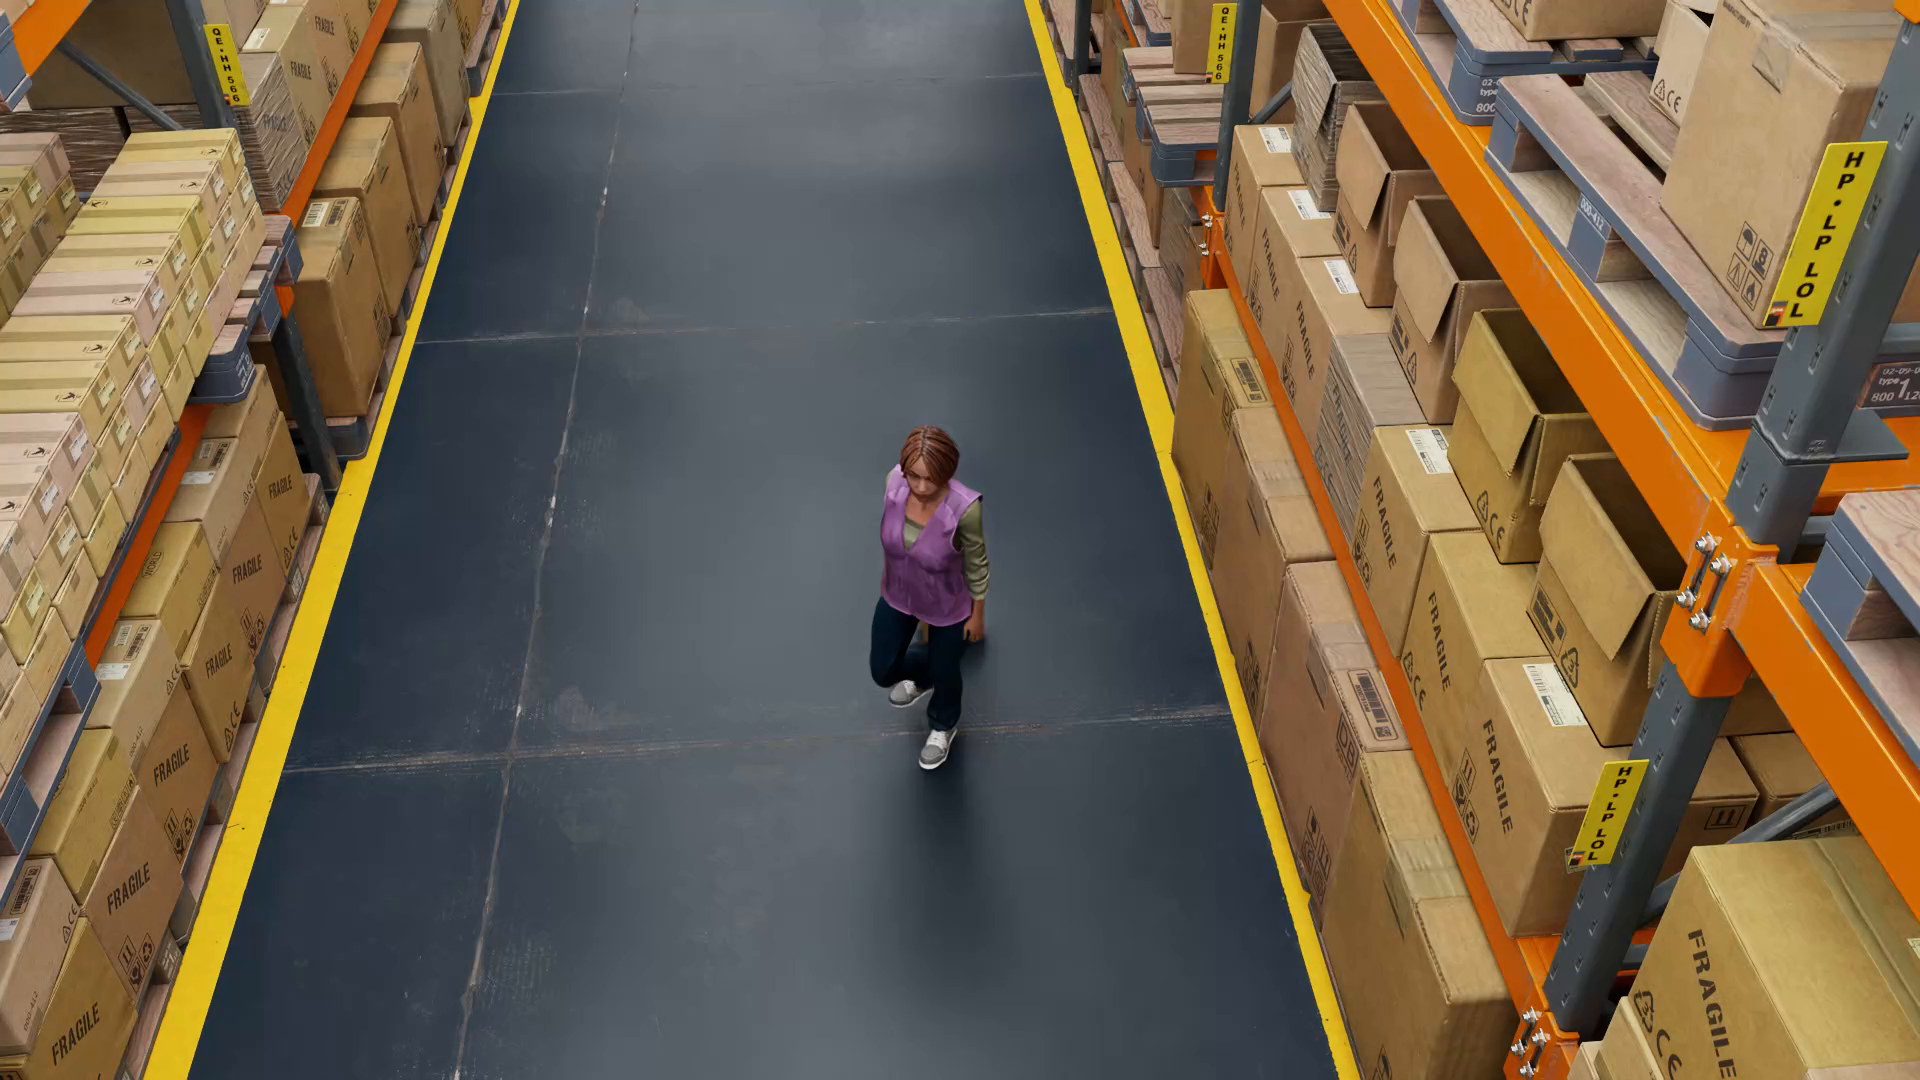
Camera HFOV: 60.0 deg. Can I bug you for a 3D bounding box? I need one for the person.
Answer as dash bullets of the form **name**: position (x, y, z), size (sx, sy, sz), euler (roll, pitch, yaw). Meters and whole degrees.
- **person**: position (-0.094, 0.186, 5.925), size (0.472, 1.589, 0.456), euler (17, 43, 19)
